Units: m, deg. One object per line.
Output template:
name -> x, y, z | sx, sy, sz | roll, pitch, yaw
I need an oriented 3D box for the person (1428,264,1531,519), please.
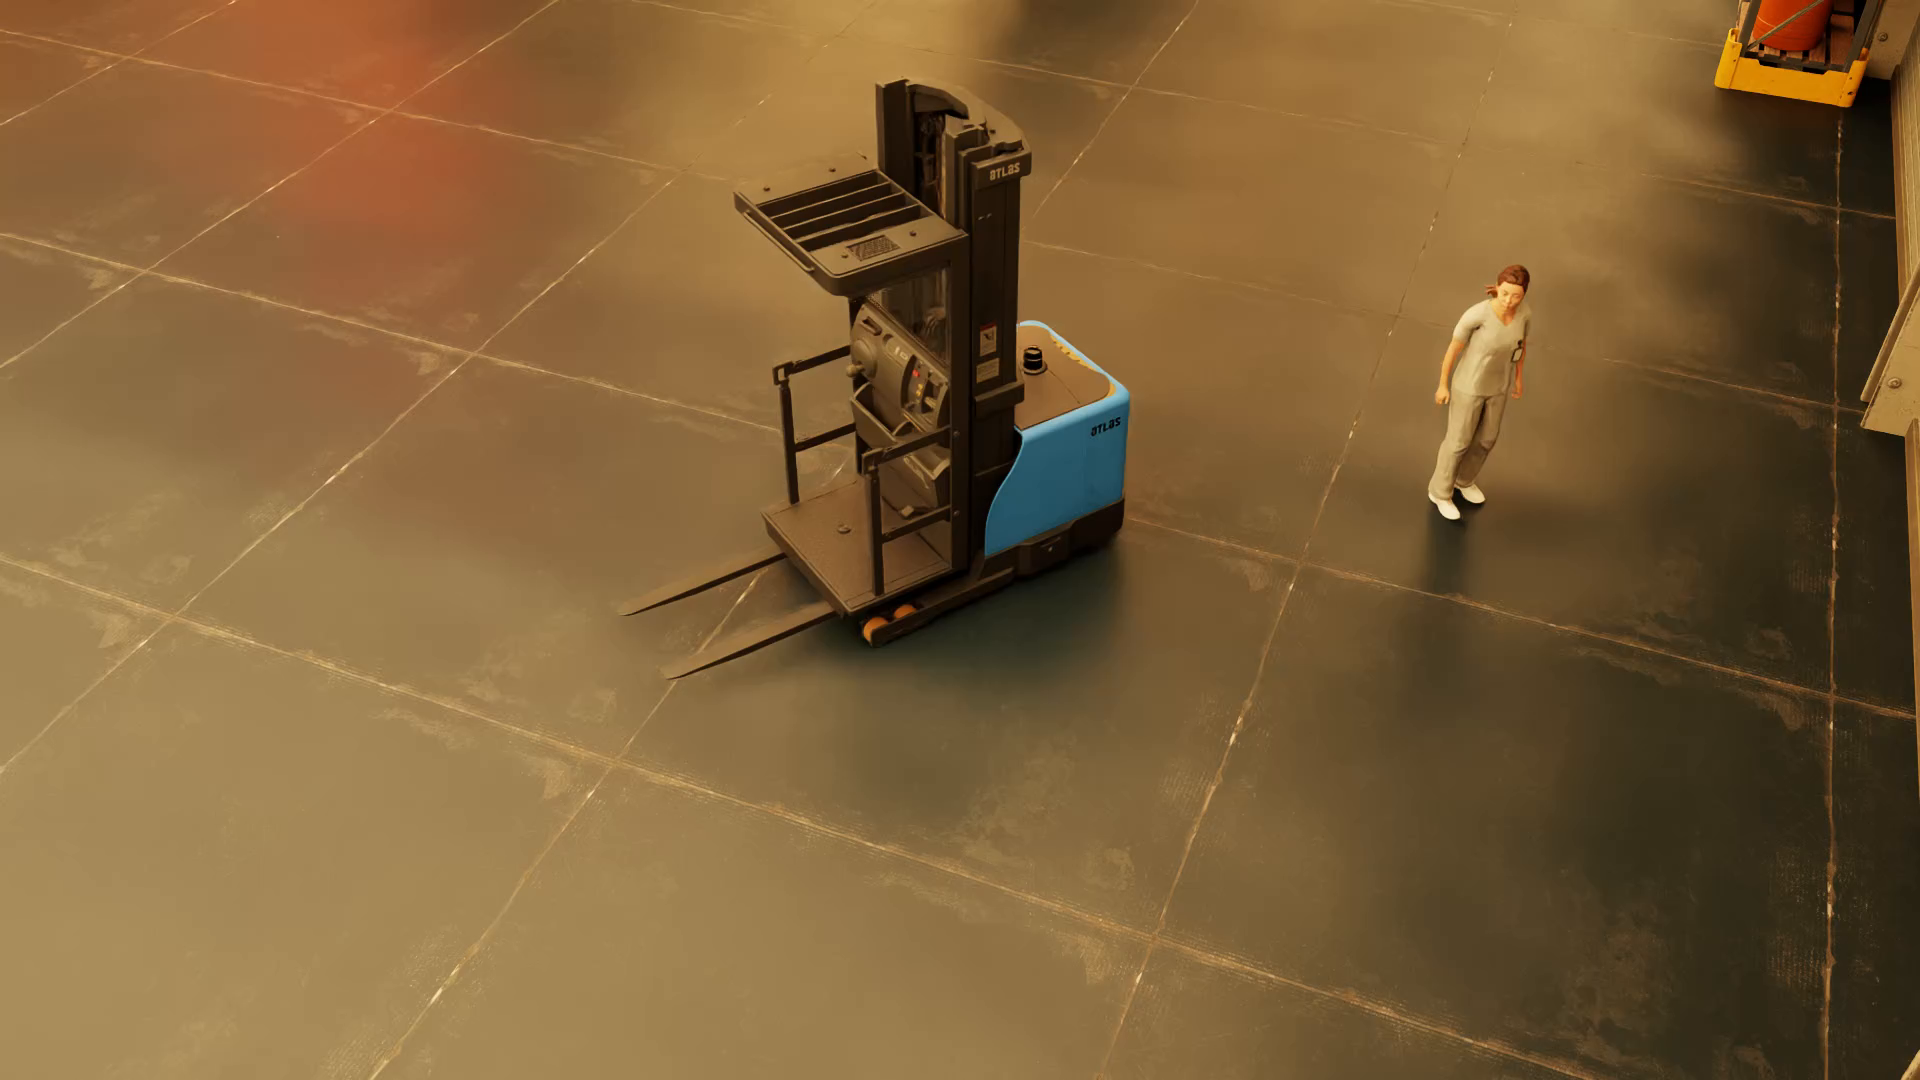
person -> 3.168, -0.903, 10.068 | 0.575, 1.670, 0.420 | -11, 41, -13

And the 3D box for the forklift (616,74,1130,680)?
forklift -> -0.509, -0.904, 9.087 | 3.031, 2.935, 1.130 | -23, 45, -25
